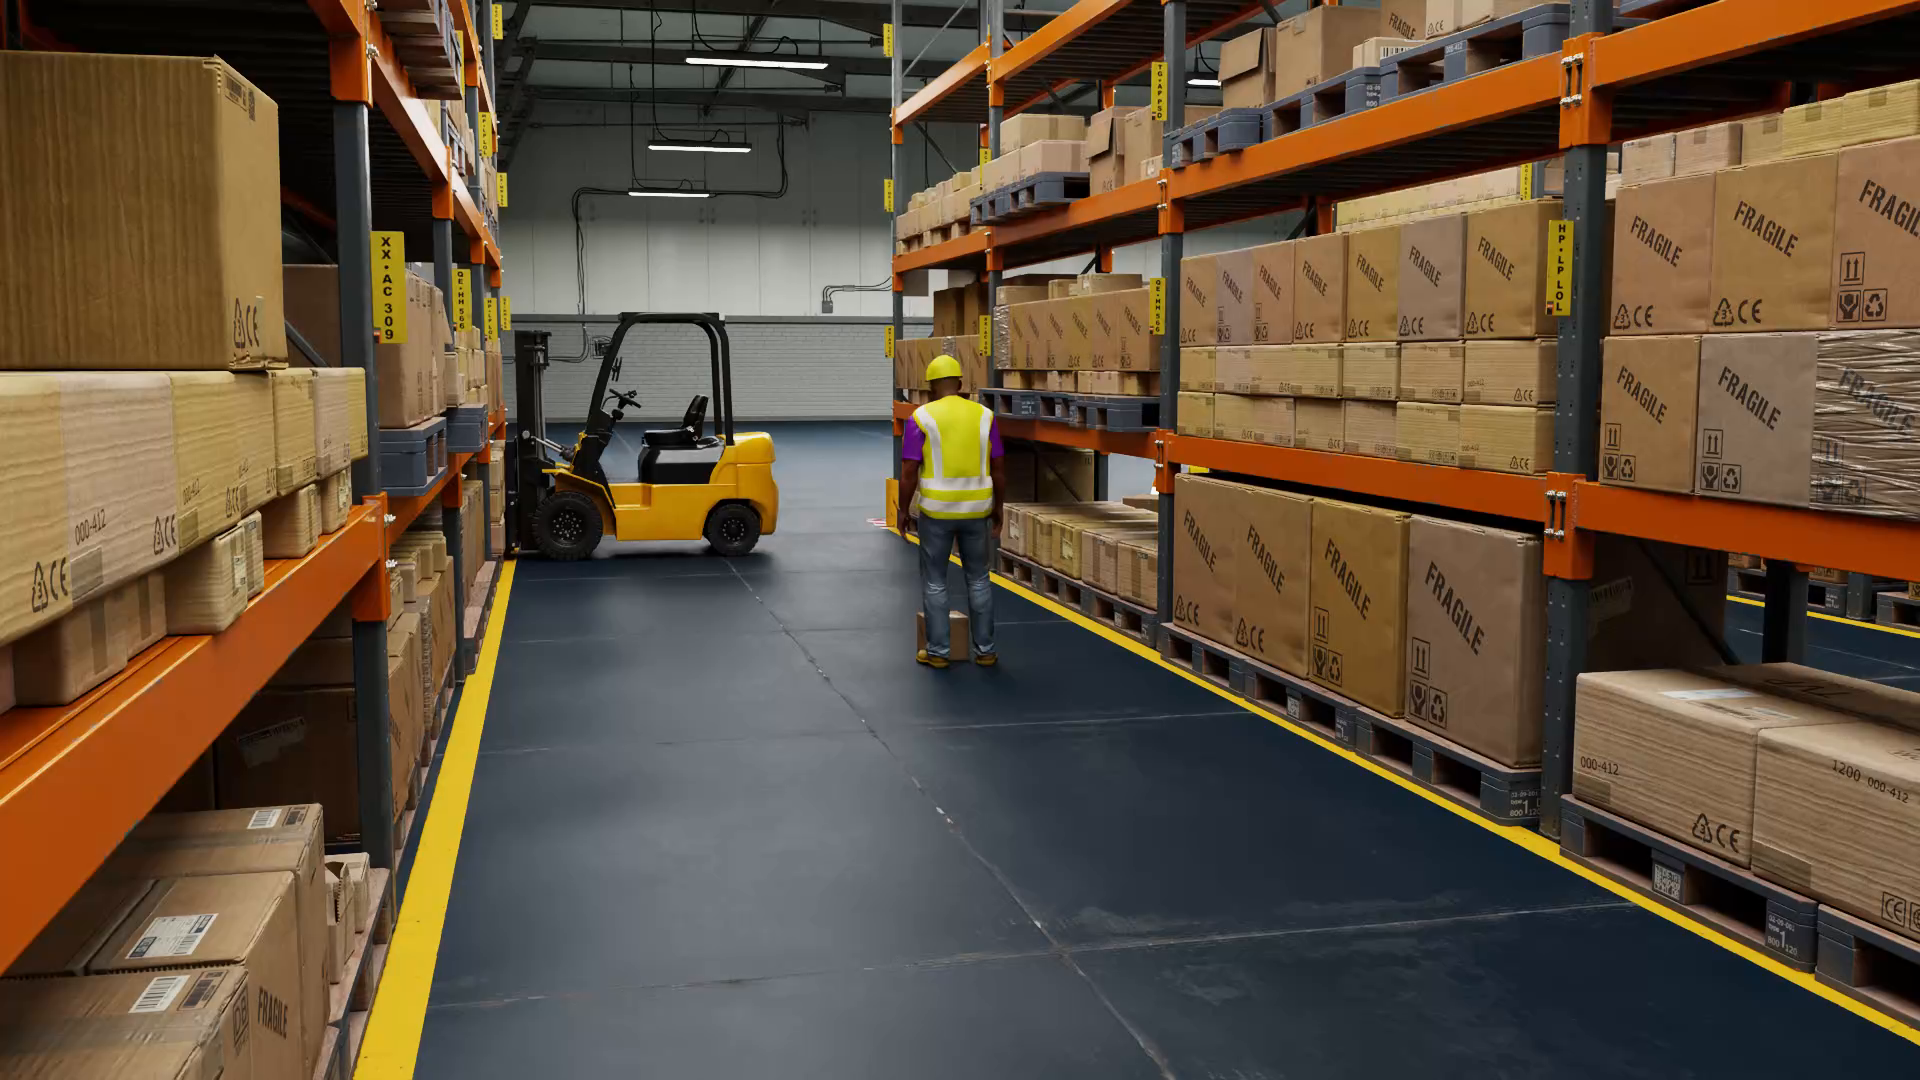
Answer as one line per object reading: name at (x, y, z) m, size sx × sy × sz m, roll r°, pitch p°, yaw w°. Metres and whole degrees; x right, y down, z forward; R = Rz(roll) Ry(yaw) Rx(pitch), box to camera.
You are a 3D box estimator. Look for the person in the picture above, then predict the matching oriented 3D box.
person at (-0.048, -0.164, 9.418) m, size 0.634 × 1.759 × 0.460 m, roll -2°, pitch 6°, yaw -17°
